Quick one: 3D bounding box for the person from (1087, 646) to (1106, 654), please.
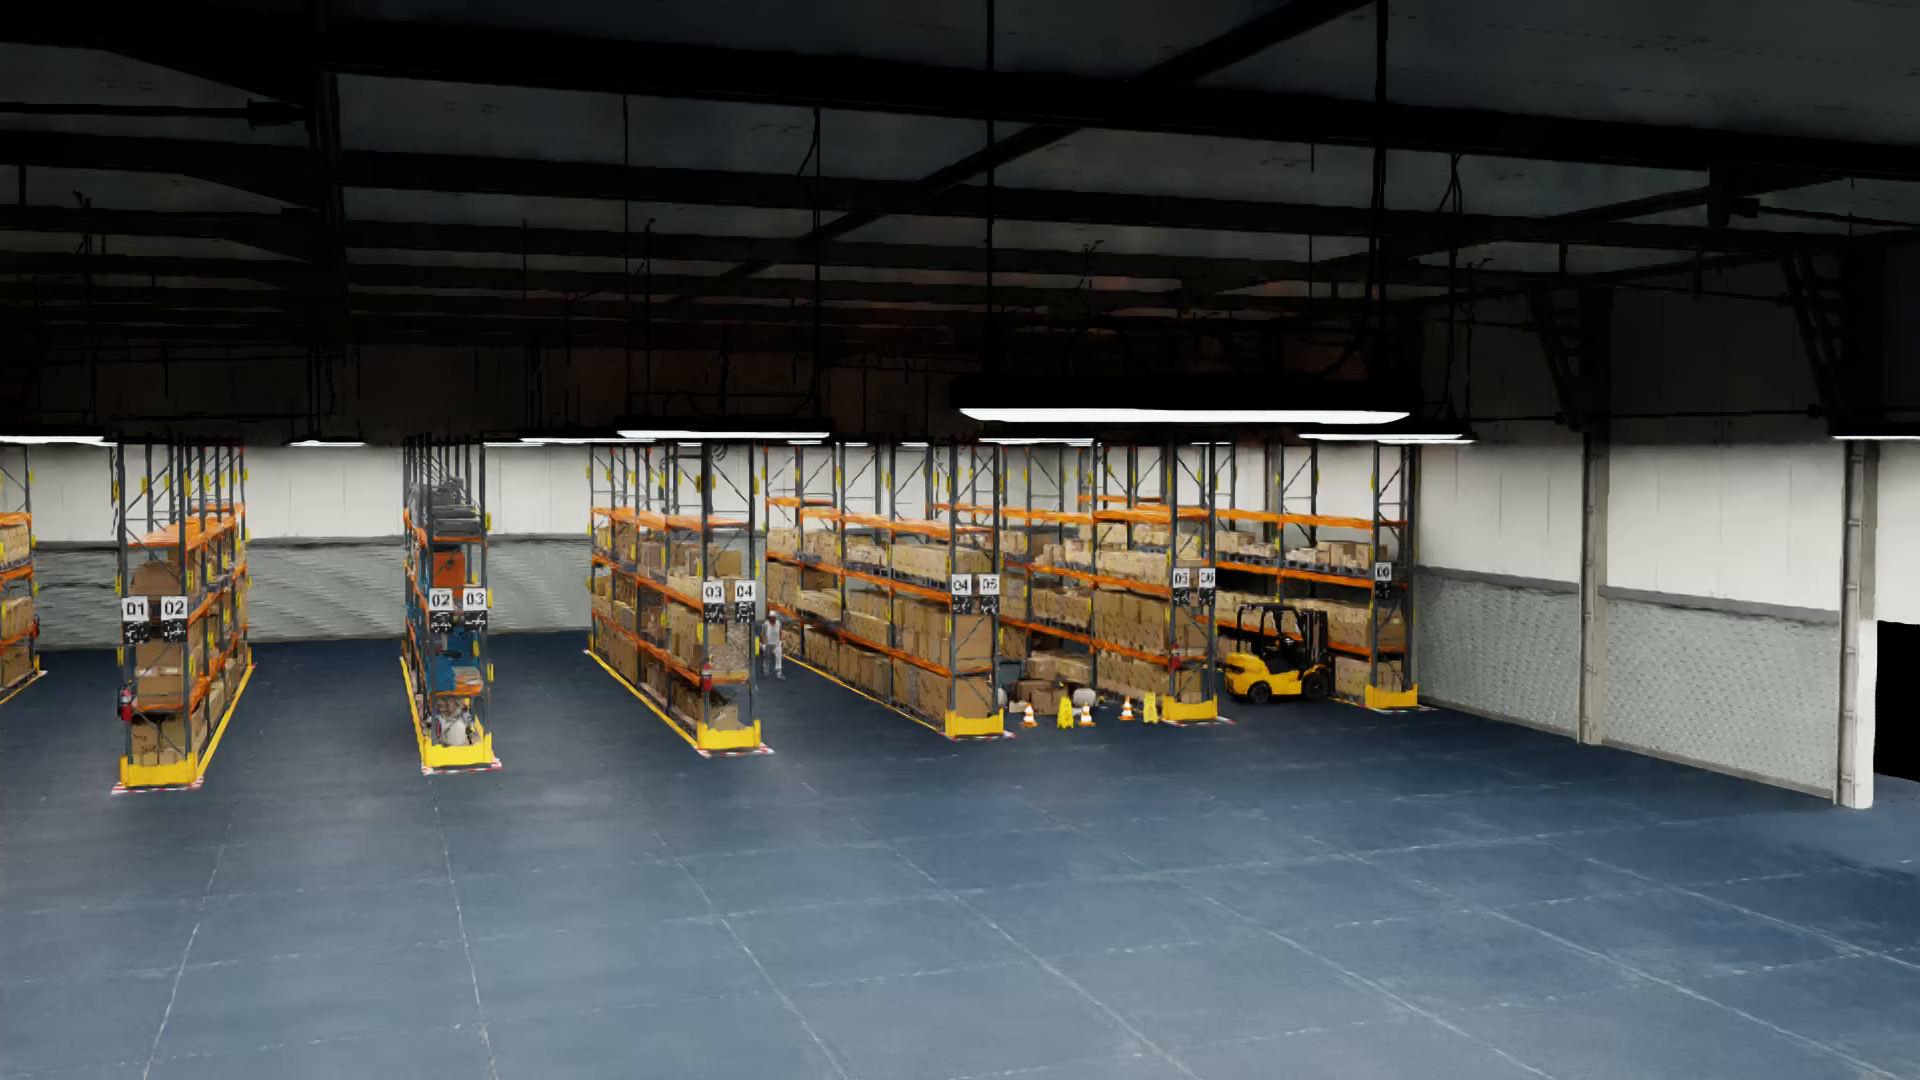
[{"bbox_3d":[3.800,2.373,46.228,0.556,1.548,0.572,0,3,4],"label":"person"}]

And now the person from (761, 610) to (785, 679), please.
[{"bbox_3d":[-4.655,2.570,41.220,0.553,1.706,1.123,-1,3,-18],"label":"person"}]
